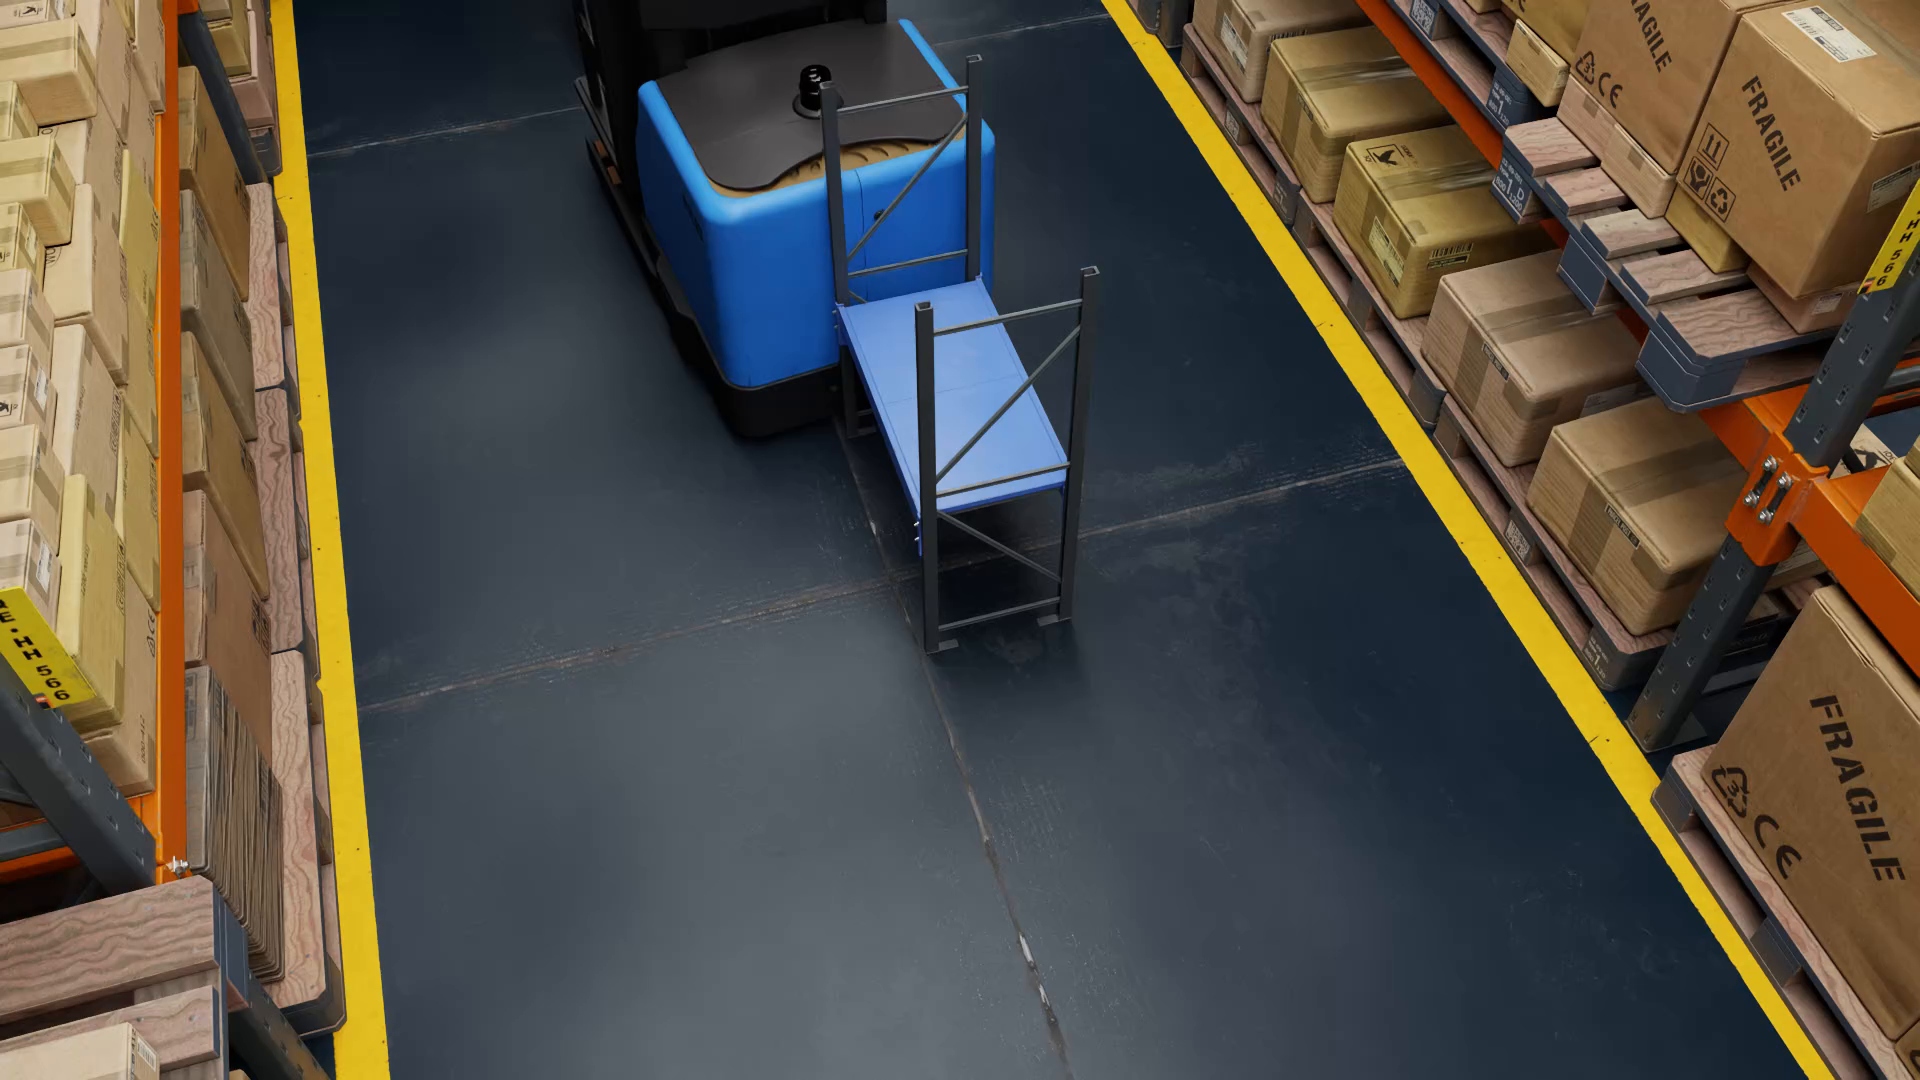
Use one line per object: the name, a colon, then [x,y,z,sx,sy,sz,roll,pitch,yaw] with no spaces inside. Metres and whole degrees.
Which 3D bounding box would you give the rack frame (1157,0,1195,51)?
rack frame: [1.411,-3.375,6.633,1.000,3.000,0.127,-13,51,-11]

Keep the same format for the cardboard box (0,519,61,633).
cardboard box: [-1.960,0.131,3.188,0.380,0.149,0.250,-12,51,-10]

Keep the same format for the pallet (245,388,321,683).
pallet: [-2.710,0.071,5.552,1.003,0.211,1.213,-13,51,-11]

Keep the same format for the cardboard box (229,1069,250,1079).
cardboard box: [-1.816,1.602,3.798,0.500,0.500,0.500,-12,51,-10]

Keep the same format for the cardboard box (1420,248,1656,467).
cardboard box: [2.210,-0.694,5.817,0.950,0.372,0.625,-14,51,-12]

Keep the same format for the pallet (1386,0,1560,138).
pallet: [1.969,-1.828,5.455,1.003,0.211,1.213,-13,51,-11]

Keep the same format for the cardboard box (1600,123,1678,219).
cardboard box: [2.006,-1.047,4.561,0.380,0.149,0.250,-14,51,-11]

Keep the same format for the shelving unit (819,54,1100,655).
shelving unit: [-0.025,-0.546,5.229,0.538,1.500,1.048,-13,51,-11]

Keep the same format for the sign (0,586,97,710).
sign: [-1.631,0.194,2.919,0.100,0.325,0.005,-13,51,-11]

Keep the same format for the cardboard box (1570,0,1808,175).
cardboard box: [2.030,-1.361,4.401,0.500,0.500,0.500,-14,51,-12]

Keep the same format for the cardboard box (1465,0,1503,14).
cardboard box: [1.738,-1.808,5.202,0.380,0.149,0.250,-15,51,-12]

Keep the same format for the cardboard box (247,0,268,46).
cardboard box: [-3.321,-2.295,7.246,0.500,0.250,0.500,-14,51,-12]

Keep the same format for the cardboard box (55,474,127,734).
cardboard box: [-2.021,0.174,3.413,0.500,0.250,0.500,-13,51,-11]

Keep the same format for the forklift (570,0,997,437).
forklift: [-0.920,-2.461,5.908,1.130,2.935,3.031,-19,52,-15]

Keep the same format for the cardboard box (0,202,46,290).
cardboard box: [-2.333,-0.611,3.813,0.380,0.149,0.250,-13,51,-11]

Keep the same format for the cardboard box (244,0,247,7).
cardboard box: [-3.329,-2.451,7.051,0.500,0.250,0.500,-14,51,-11]

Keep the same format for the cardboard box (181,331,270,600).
cardboard box: [-2.718,-0.124,5.171,0.875,0.625,0.625,-15,52,-12]

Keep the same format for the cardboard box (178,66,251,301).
cardboard box: [-3.165,-1.241,6.113,0.875,0.625,0.625,-11,51,-9]

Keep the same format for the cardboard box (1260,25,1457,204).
cardboard box: [1.784,-1.757,6.713,0.950,0.372,0.625,-10,51,-9]

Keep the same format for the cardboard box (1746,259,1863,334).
cardboard box: [2.272,-0.694,4.263,0.380,0.149,0.250,-12,51,-10]

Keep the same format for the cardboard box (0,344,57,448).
cardboard box: [-2.140,-0.246,3.506,0.380,0.149,0.250,-12,51,-10]

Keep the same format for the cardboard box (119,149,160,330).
cardboard box: [-2.499,-0.782,4.545,0.500,0.250,0.500,-12,51,-10]

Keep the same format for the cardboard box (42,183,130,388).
cardboard box: [-2.329,-0.573,4.042,0.500,0.250,0.500,-14,51,-12]

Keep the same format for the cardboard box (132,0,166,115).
cardboard box: [-2.777,-1.527,5.173,0.500,0.250,0.500,-14,51,-11]

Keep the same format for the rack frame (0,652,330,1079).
rack frame: [-2.144,0.671,3.223,0.949,2.616,0.053,-13,51,-11]

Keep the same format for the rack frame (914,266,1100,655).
rack frame: [0.125,-0.174,4.916,0.500,1.500,0.032,-13,51,-11]

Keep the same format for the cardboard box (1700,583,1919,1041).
cardboard box: [2.719,0.619,4.381,0.875,0.875,0.875,-14,51,-11]

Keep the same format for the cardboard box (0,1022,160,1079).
cardboard box: [-1.586,1.010,2.826,0.380,0.149,0.250,-12,51,-10]

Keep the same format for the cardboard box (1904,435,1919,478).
cardboard box: [2.508,-0.140,3.678,0.500,0.250,0.500,-14,51,-11]

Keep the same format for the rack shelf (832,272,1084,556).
rack shelf: [-0.025,-0.430,5.367,0.538,0.185,1.000,-13,51,-11]

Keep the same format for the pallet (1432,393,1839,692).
pallet: [2.364,-0.126,5.718,1.003,0.211,1.213,-13,51,-11]

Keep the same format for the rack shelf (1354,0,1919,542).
rack shelf: [2.002,-1.682,5.677,1.077,0.370,4.000,-13,51,-11]

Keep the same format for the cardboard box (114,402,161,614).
cardboard box: [-2.188,-0.028,3.910,0.500,0.250,0.500,-14,51,-12]

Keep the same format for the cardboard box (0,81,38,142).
cardboard box: [-2.521,-0.978,4.123,0.380,0.149,0.250,-13,51,-11]

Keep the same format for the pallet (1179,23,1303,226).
pallet: [1.643,-1.908,7.220,1.003,0.211,1.213,-13,51,-11]

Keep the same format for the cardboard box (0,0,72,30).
cardboard box: [-2.610,-1.365,4.450,0.380,0.149,0.250,-13,51,-11]

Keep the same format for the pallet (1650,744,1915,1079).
pallet: [2.755,1.038,4.737,1.003,0.211,1.213,-13,51,-11]

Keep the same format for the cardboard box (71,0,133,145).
cardboard box: [-2.636,-1.313,4.666,0.500,0.250,0.500,-12,51,-10]

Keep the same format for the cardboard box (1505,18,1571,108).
cardboard box: [1.845,-1.431,4.884,0.380,0.149,0.250,-13,51,-10]

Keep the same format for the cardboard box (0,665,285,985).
cardboard box: [-2.318,0.843,4.356,0.875,0.625,0.625,-12,51,-10]

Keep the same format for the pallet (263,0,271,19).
pallet: [-3.889,-2.834,8.001,1.003,0.211,1.213,-13,51,-11]

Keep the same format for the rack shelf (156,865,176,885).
rack shelf: [-1.555,2.364,2.266,1.077,0.370,4.000,-13,51,-11]
